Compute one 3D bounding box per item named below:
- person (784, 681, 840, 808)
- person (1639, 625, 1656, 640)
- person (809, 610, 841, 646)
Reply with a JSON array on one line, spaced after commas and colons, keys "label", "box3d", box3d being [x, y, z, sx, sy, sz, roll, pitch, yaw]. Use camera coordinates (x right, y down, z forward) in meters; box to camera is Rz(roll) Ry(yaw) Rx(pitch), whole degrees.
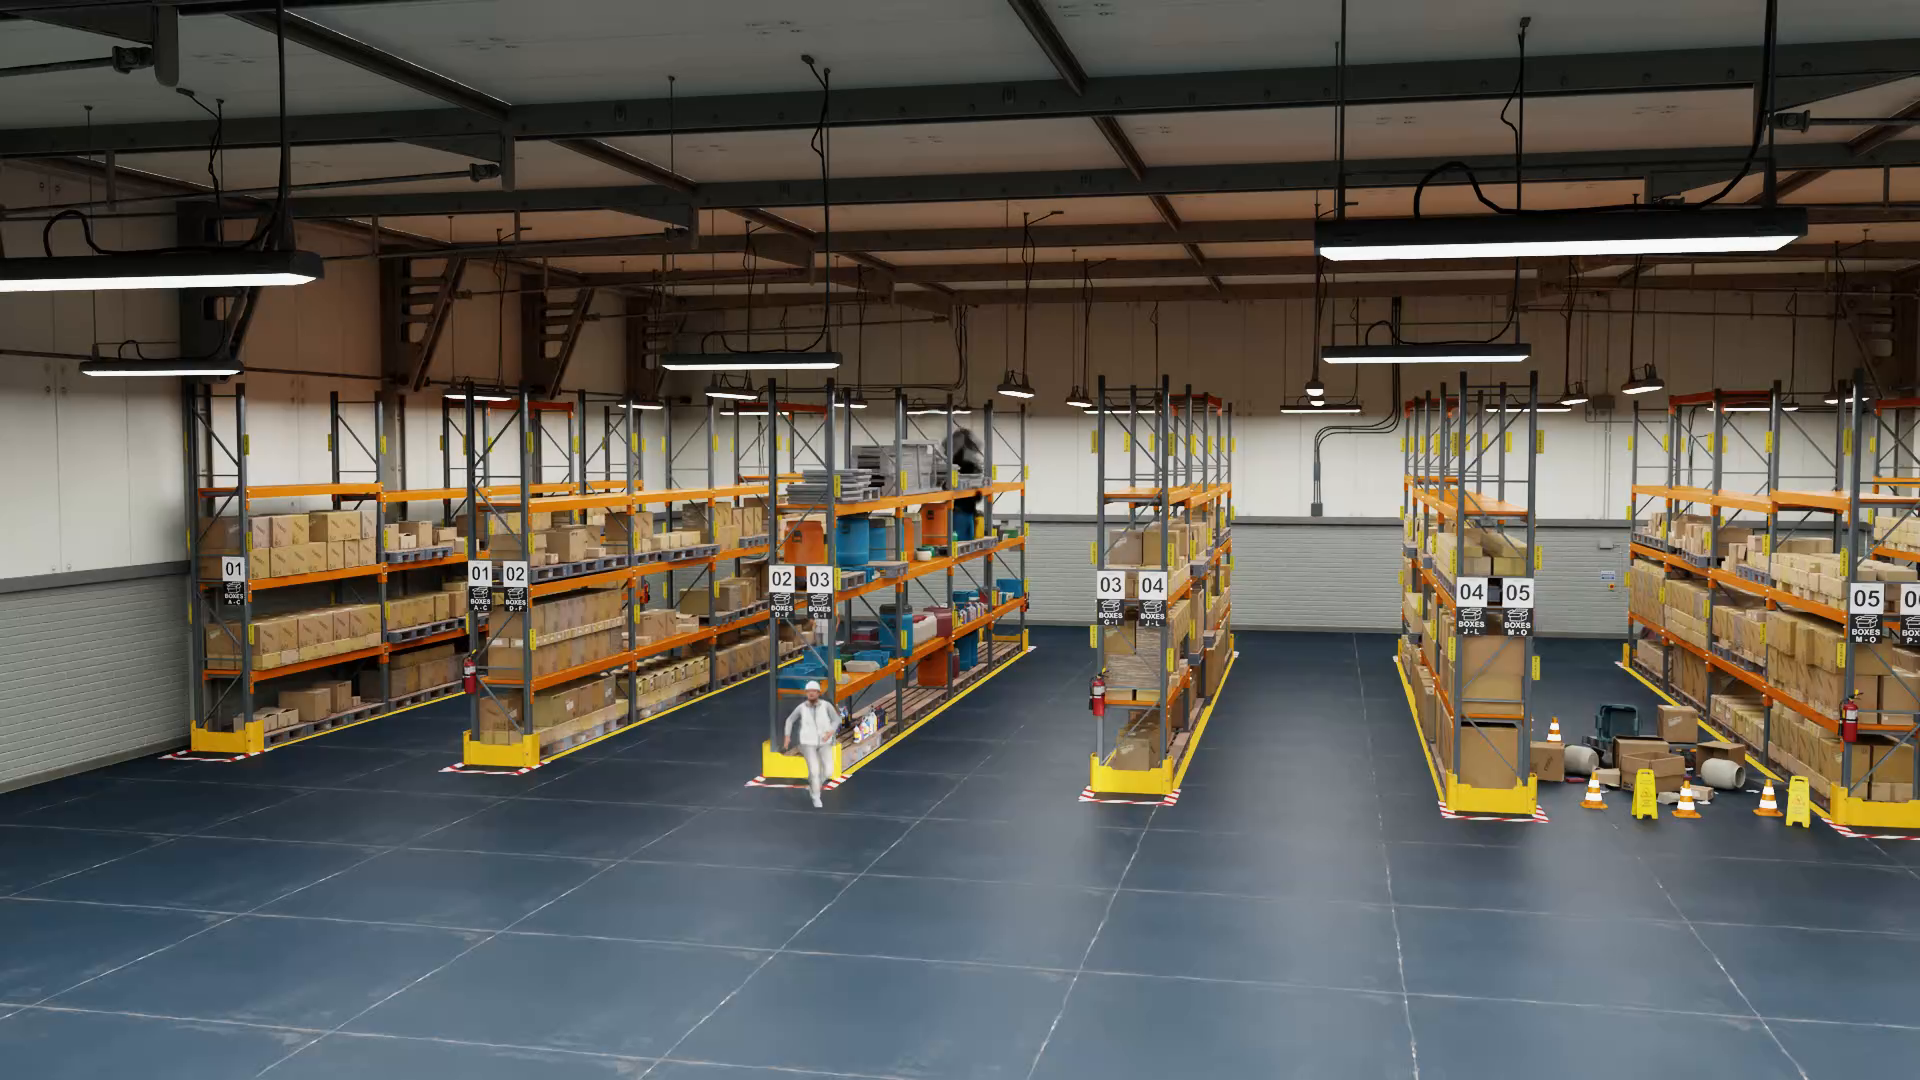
[{"label": "person", "box3d": [-2.051, 2.834, 23.145, 0.791, 1.744, 0.528, -1, 4, -21]}, {"label": "person", "box3d": [16.066, 1.977, 38.660, 0.613, 1.658, 0.621, 3, 4, 39]}, {"label": "person", "box3d": [-2.809, 1.975, 34.207, 0.619, 1.767, 0.678, 1, 3, 10]}]
